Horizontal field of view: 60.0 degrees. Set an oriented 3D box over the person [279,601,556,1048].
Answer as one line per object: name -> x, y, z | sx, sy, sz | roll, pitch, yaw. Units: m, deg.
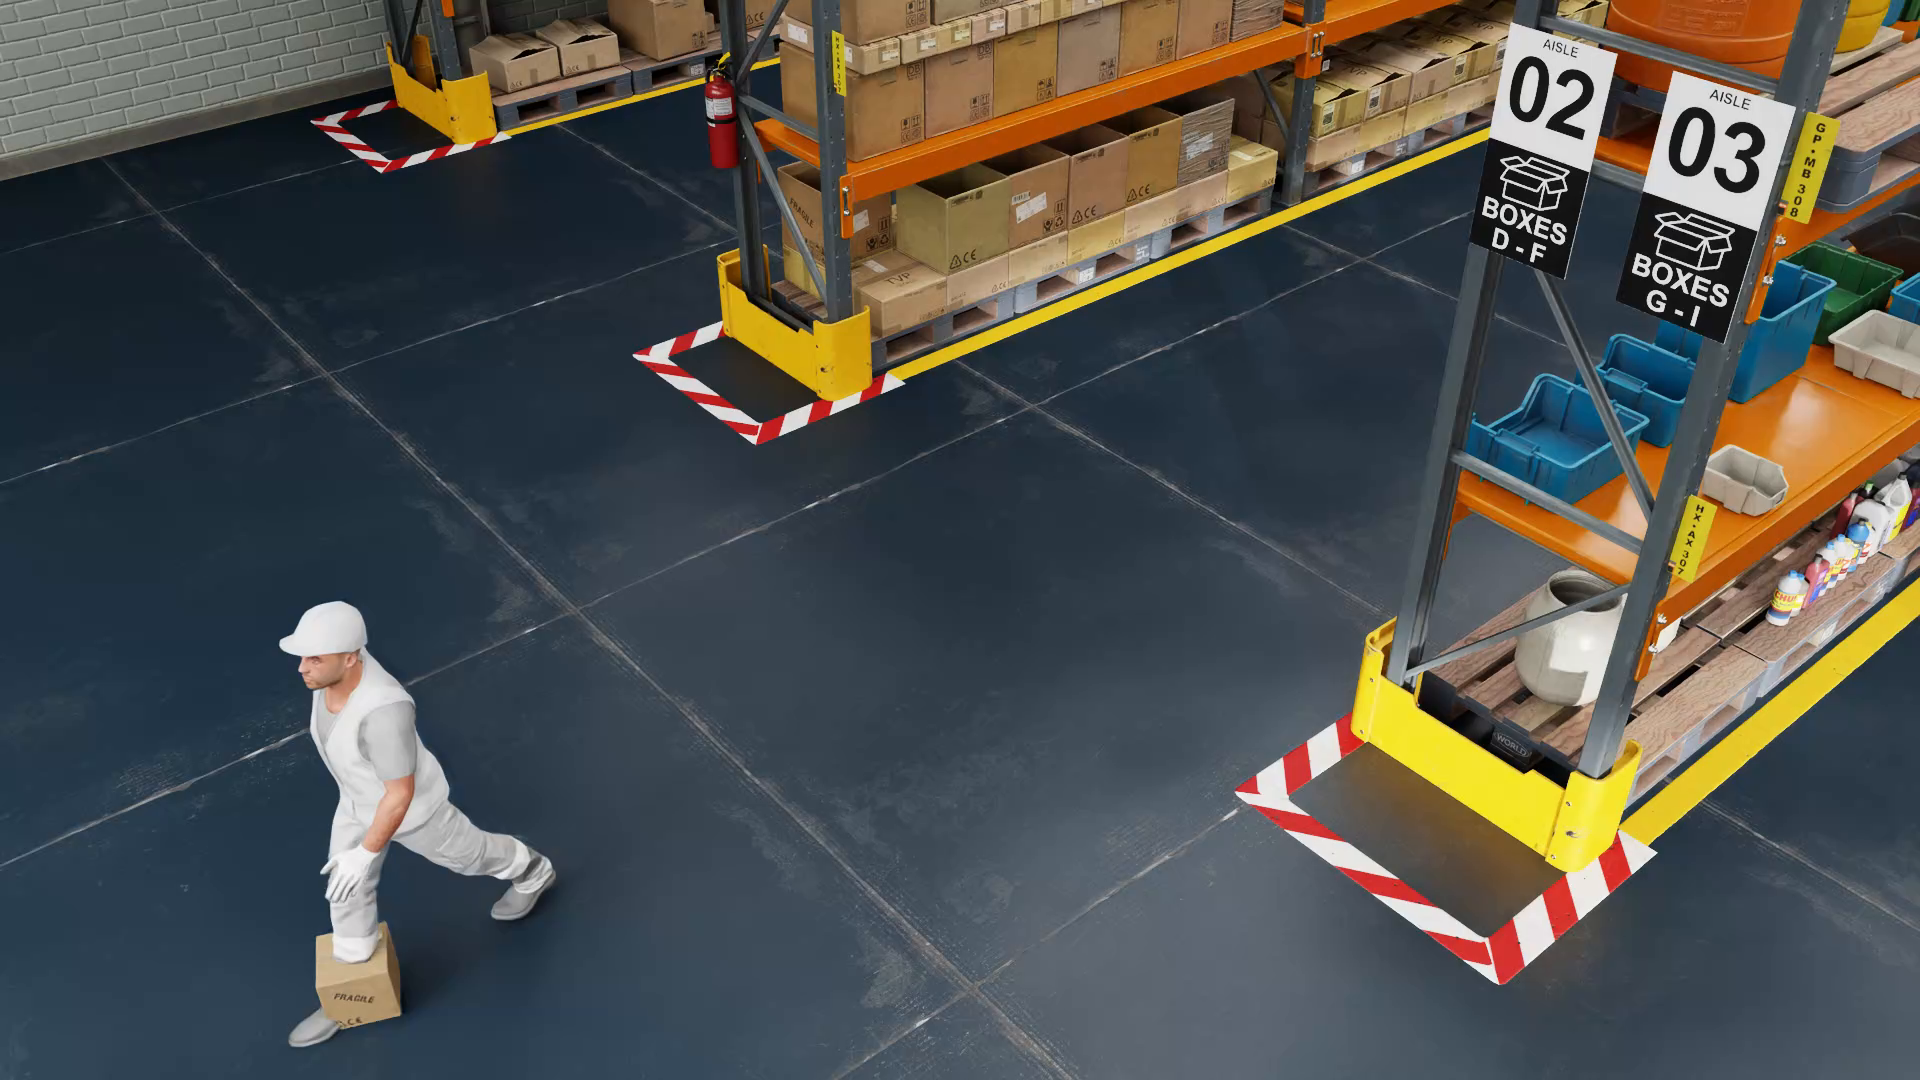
person -> -2.037, 0.901, 5.842 | 0.657, 1.737, 1.112 | 26, 43, 31
